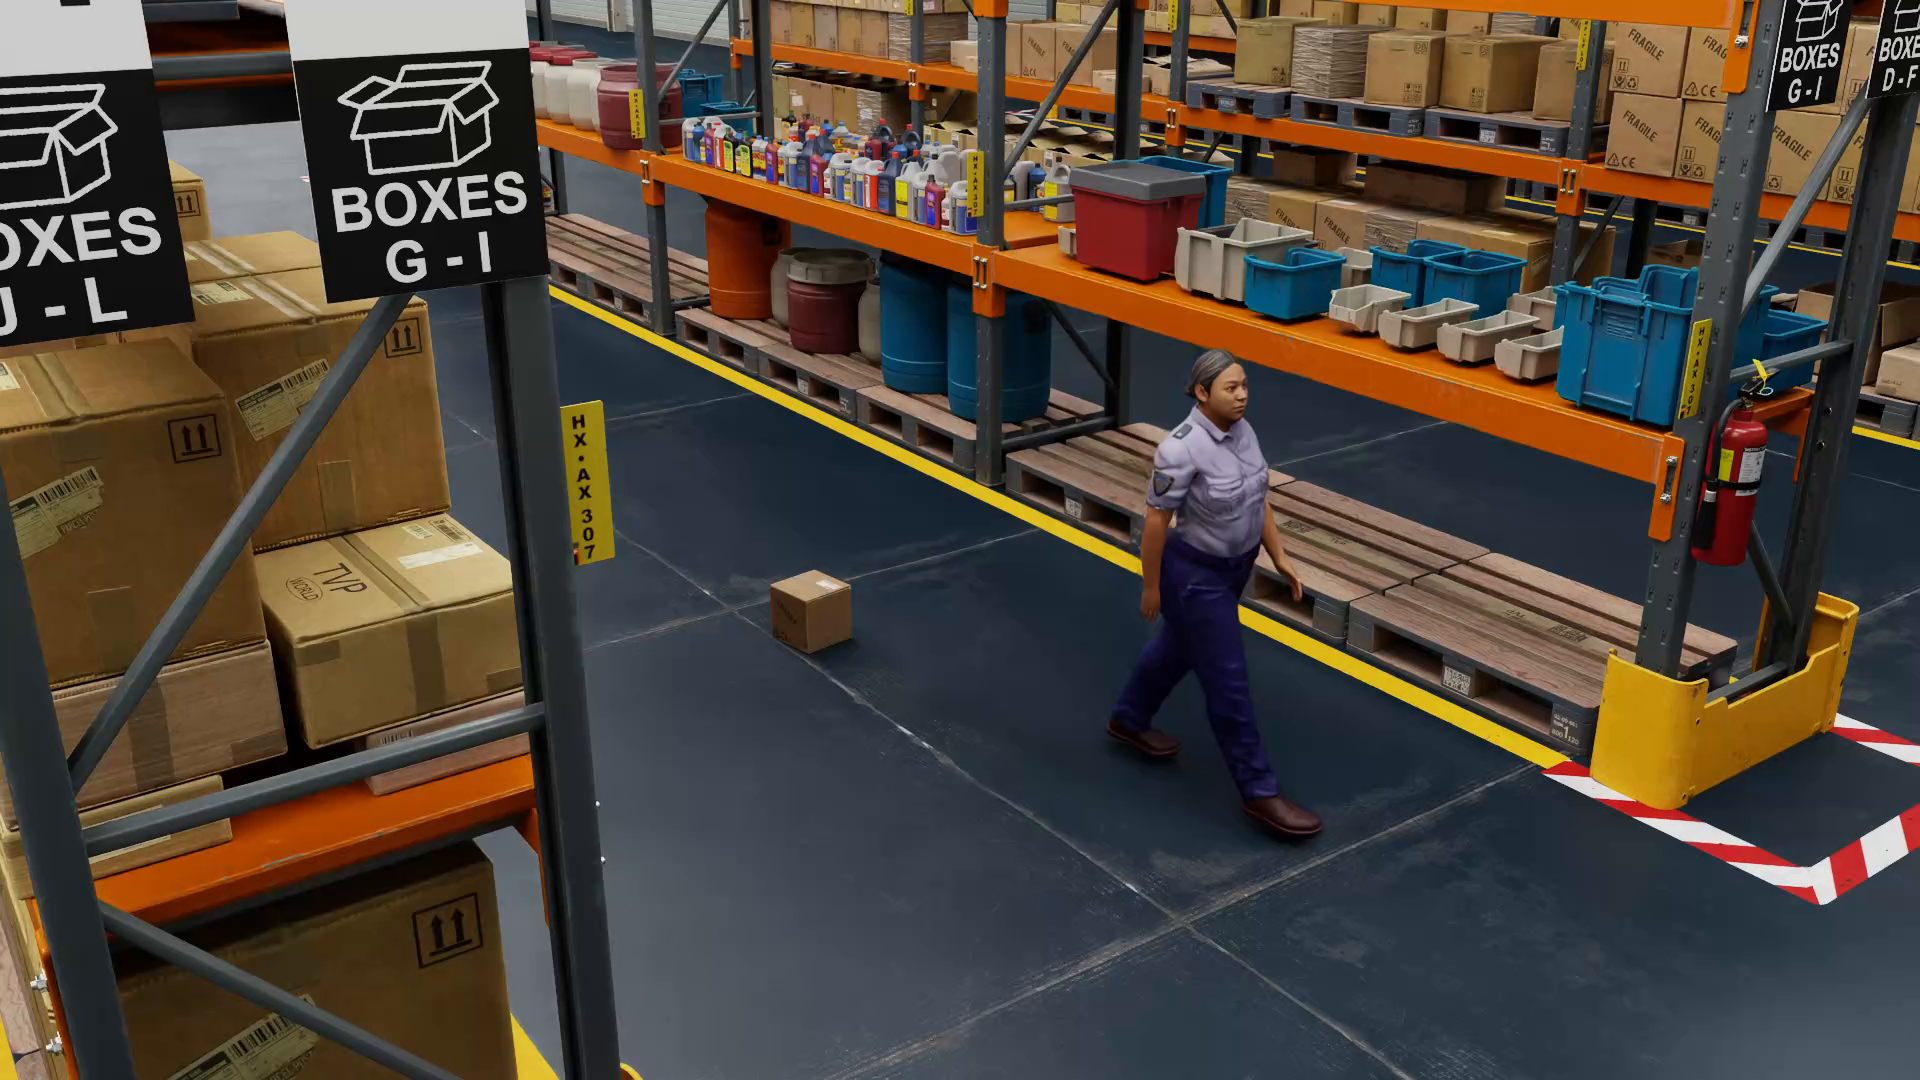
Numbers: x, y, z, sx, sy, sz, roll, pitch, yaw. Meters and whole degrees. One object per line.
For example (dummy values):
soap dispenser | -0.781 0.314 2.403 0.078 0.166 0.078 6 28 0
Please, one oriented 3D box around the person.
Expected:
person | 0.922 0.128 5.741 0.973 1.595 0.495 16 27 35
